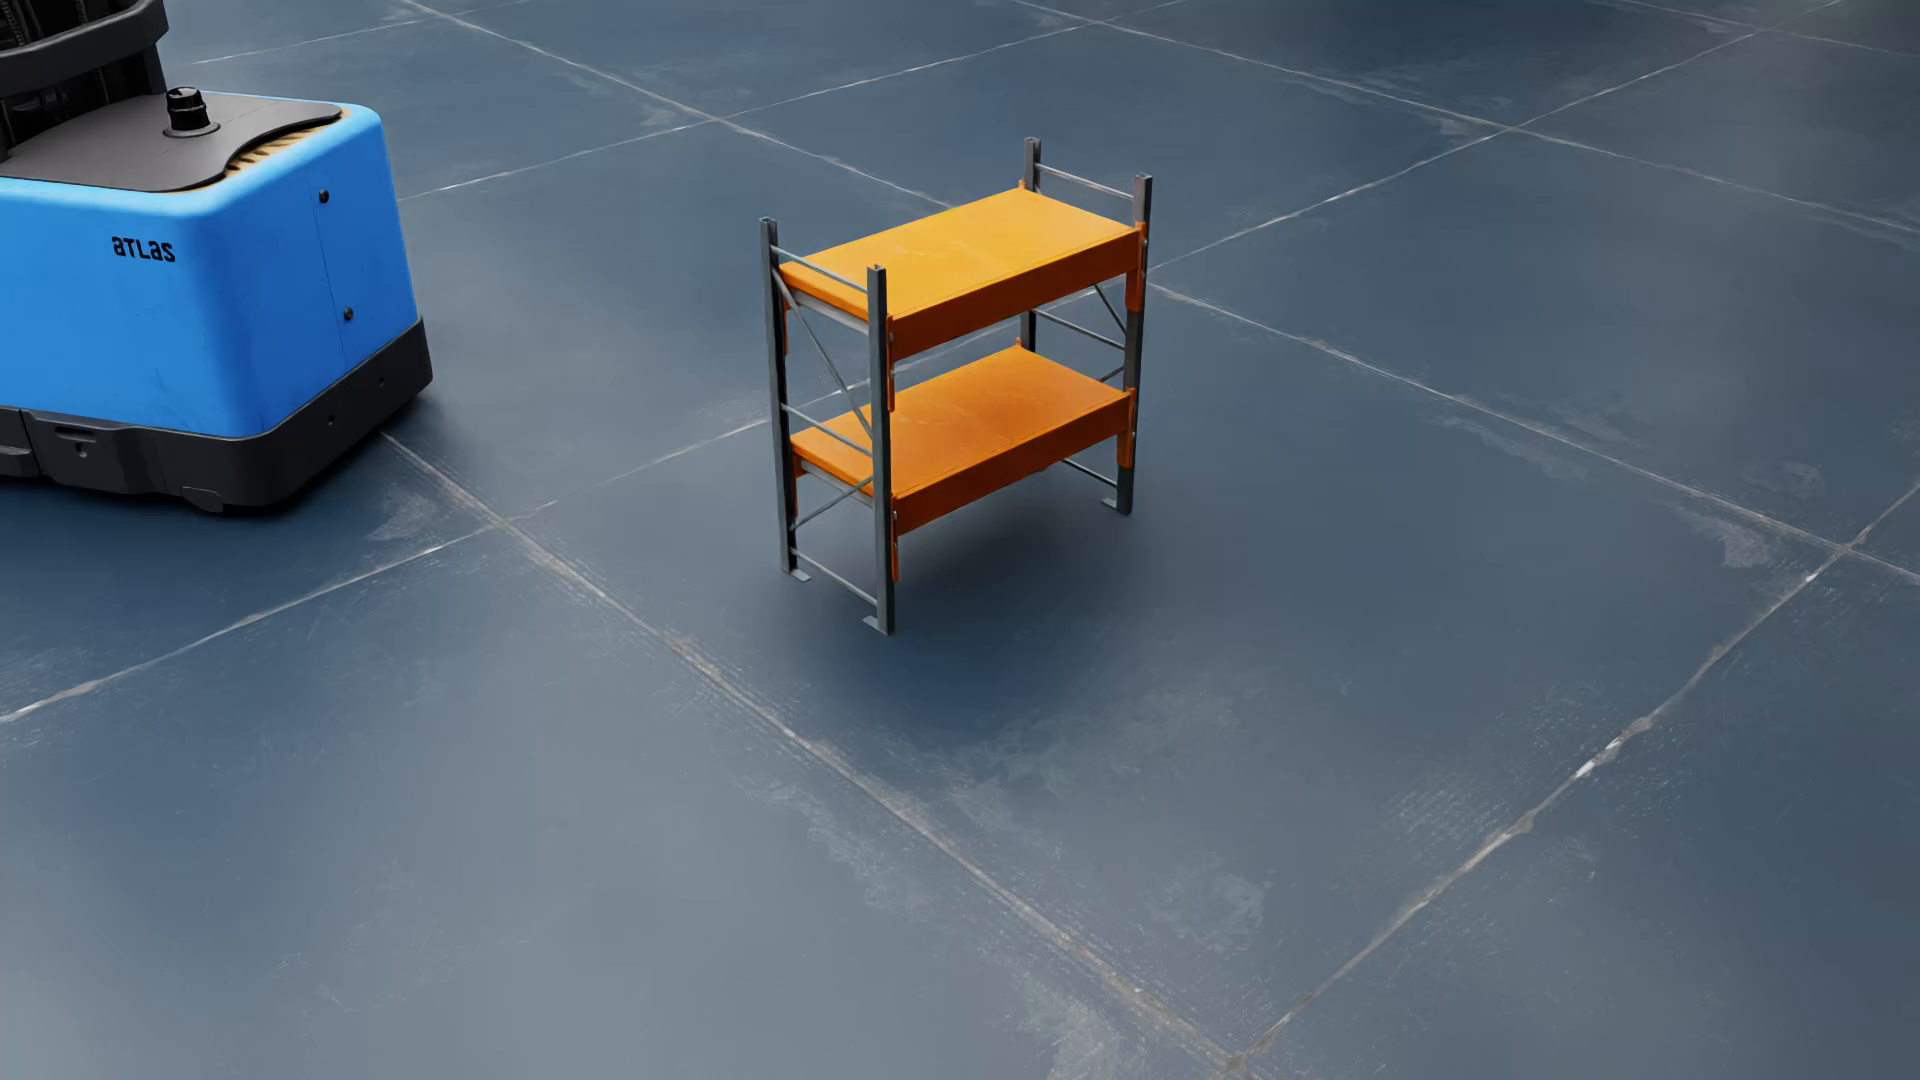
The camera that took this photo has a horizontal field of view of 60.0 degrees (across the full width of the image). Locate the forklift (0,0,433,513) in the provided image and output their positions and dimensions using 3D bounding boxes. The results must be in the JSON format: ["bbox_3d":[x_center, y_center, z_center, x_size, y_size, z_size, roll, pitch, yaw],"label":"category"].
[{"bbox_3d":[-3.499,-1.756,5.313,3.031,2.935,1.130,8,32,13],"label":"forklift"}]

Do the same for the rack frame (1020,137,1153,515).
[{"bbox_3d":[0.378,-0.663,5.255,0.032,1.125,0.500,-26,40,-35],"label":"rack frame"}]

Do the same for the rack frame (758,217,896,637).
[{"bbox_3d":[-0.368,-0.302,4.666,0.032,1.125,0.500,-26,40,-35],"label":"rack frame"}]

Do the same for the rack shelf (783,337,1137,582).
[{"bbox_3d":[0.005,-0.274,5.088,1.000,0.278,0.538,-26,40,-35],"label":"rack shelf"}]

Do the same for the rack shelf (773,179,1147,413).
[{"bbox_3d":[0.005,-0.732,4.808,1.000,0.278,0.538,-26,40,-35],"label":"rack shelf"}]

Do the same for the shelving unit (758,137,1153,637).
[{"bbox_3d":[0.005,-0.482,4.960,1.048,1.125,0.538,-26,40,-35],"label":"shelving unit"}]
